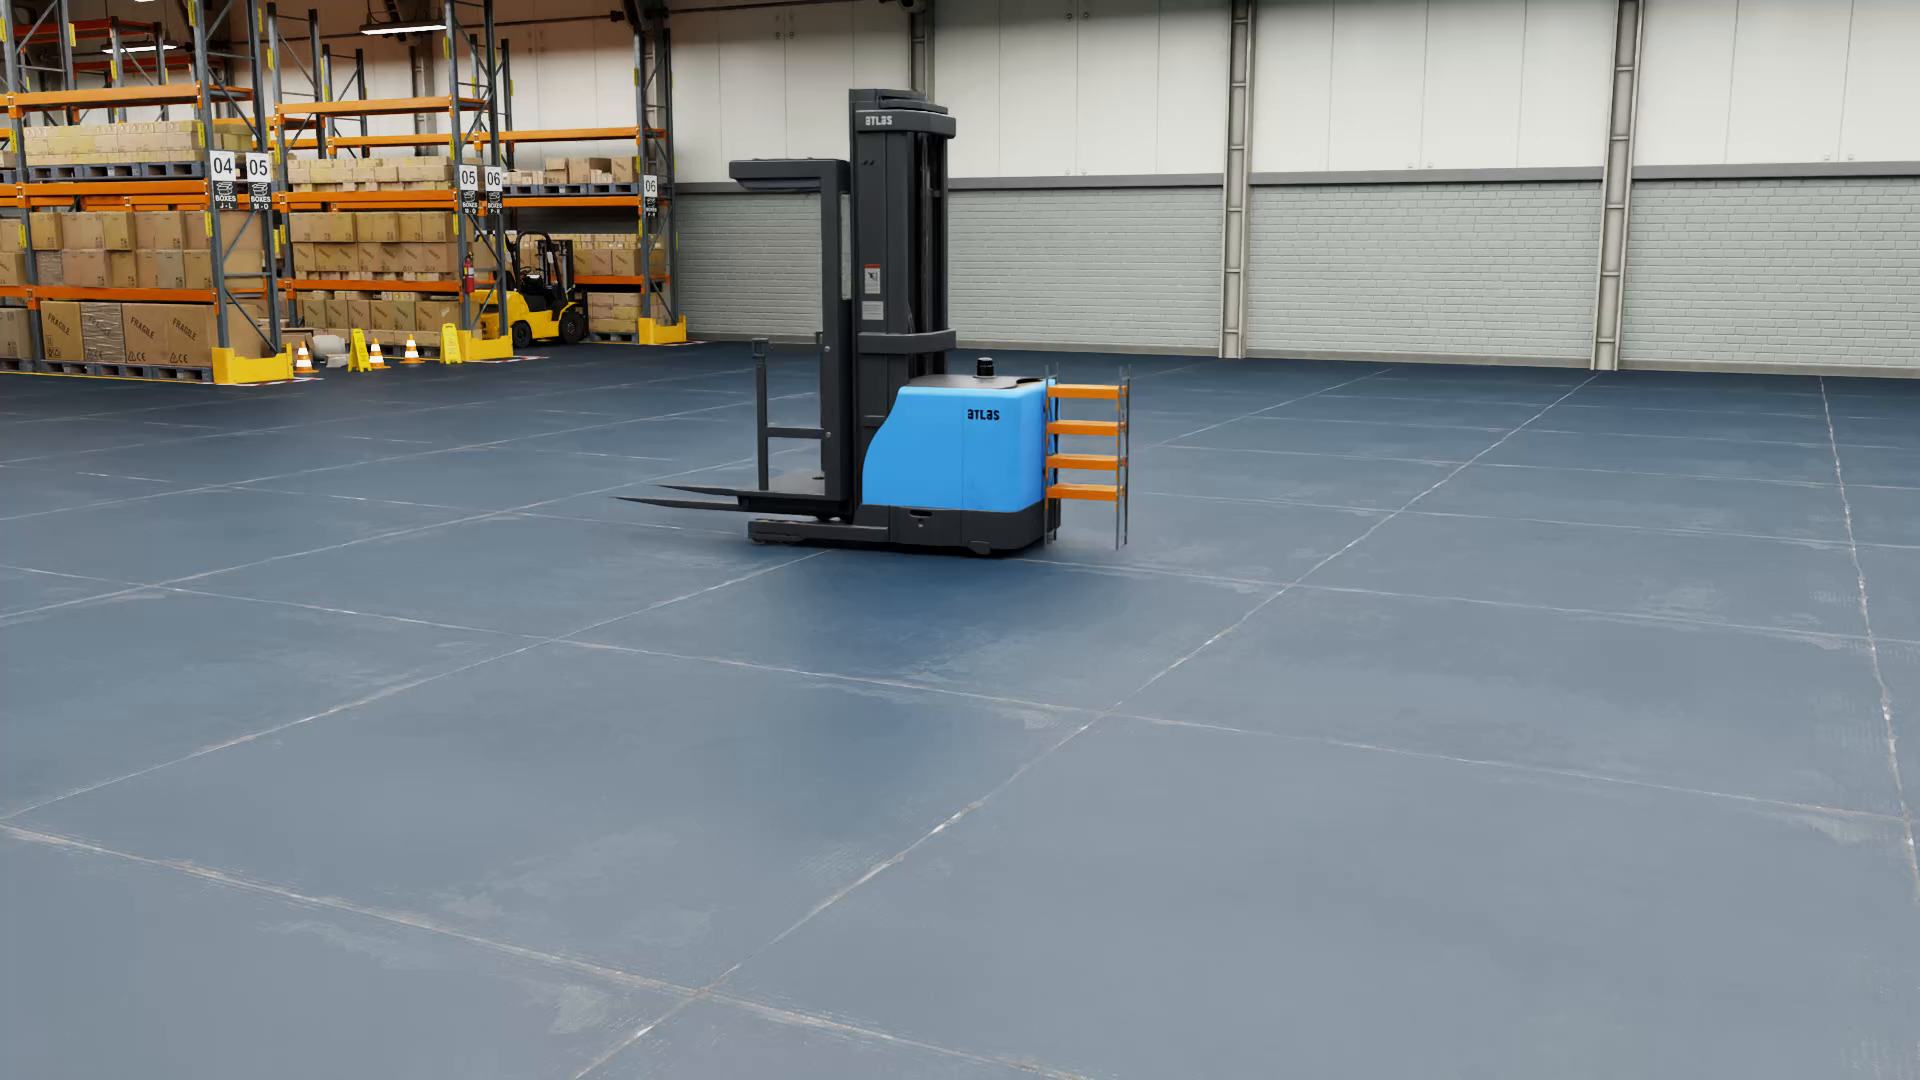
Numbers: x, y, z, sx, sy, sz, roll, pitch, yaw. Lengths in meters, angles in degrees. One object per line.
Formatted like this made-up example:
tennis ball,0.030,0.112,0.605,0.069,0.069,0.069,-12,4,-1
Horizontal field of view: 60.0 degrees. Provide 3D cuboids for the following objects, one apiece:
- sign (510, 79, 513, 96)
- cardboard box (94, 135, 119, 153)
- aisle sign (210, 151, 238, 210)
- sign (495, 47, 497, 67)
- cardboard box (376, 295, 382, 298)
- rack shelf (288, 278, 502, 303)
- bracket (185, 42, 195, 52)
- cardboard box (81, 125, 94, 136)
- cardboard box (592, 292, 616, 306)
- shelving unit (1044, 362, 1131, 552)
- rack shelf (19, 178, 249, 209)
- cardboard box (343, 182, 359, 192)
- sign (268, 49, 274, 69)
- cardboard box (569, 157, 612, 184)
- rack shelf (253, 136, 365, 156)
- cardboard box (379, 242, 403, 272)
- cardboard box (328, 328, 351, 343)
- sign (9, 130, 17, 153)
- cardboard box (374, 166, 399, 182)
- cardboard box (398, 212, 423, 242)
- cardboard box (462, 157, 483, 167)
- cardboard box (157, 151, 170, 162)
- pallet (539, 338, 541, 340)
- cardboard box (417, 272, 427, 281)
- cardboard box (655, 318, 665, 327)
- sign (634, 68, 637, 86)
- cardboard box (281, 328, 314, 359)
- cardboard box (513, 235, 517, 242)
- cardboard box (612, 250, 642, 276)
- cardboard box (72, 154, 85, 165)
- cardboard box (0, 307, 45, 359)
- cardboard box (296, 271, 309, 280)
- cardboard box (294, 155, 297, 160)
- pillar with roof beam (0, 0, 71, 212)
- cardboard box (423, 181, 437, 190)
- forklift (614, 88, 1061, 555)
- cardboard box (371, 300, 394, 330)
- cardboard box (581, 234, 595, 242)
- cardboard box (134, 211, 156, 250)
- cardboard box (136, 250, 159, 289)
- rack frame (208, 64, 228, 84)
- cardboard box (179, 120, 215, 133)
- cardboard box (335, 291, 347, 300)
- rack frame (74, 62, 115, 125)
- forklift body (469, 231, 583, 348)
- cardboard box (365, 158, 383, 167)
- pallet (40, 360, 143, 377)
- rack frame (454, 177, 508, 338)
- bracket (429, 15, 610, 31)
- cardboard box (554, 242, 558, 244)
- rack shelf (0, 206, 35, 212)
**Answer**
sign,-9.178,-9.250,34.005,0.005,0.325,0.100,5,11,26
cardboard box,-12.063,-5.685,23.920,0.500,0.250,0.500,5,11,26
aisle sign,-10.220,-4.993,23.095,0.004,0.787,0.394,5,11,26
sign,-7.811,-8.103,27.889,0.005,0.325,0.100,5,11,26
cardboard box,-11.890,-4.926,35.512,0.625,0.625,0.875,5,12,28
rack shelf,-9.845,-4.369,28.969,4.000,0.370,1.077,5,11,26
bracket,-17.374,-11.202,37.752,0.430,0.232,0.235,5,11,26
cardboard box,-12.420,-5.900,23.990,0.250,0.149,0.380,5,11,26
cardboard box,-6.870,-4.730,32.677,0.500,0.250,0.500,5,12,27
shelving unit,0.830,-0.545,10.874,0.503,1.200,0.258,4,11,20
rack shelf,-11.944,-5.047,24.290,4.000,0.370,1.077,5,11,26
cardboard box,-10.350,-6.054,28.540,0.250,0.149,0.380,5,11,25
sign,-11.879,-8.281,28.652,0.005,0.325,0.100,5,11,26
cardboard box,-7.237,-7.232,32.606,0.500,0.500,0.700,5,11,26
rack shelf,-14.826,-8.548,36.336,4.000,0.370,1.077,5,11,26
cardboard box,-9.554,-4.840,28.435,0.500,0.500,0.500,5,11,26
cardboard box,-10.745,-3.605,29.266,0.500,0.250,0.500,6,12,29
sign,-13.969,-5.880,24.540,0.005,0.325,0.100,5,11,26
cardboard box,-9.547,-6.192,28.181,0.500,0.250,0.500,5,12,27
cardboard box,-9.056,-5.300,28.167,0.500,0.500,0.700,5,11,26
cardboard box,-8.280,-6.371,28.053,0.250,0.149,0.380,5,11,25
cardboard box,-11.055,-5.388,23.399,0.250,0.149,0.380,5,11,27
pallet,-8.751,-4.232,34.023,1.213,0.211,1.003,5,11,26
cardboard box,-8.978,-4.463,28.174,0.250,0.149,0.380,5,11,25
cardboard box,-6.212,-4.282,33.010,0.500,0.250,0.500,5,11,26
sign,-6.111,-8.724,31.319,0.005,0.325,0.100,5,11,26
cardboard box,-11.279,-3.350,28.331,0.500,0.500,0.500,-4,11,-23
cardboard box,-8.784,-6.091,33.527,0.250,0.149,0.380,5,11,25
cardboard box,-6.416,-5.405,32.390,0.500,0.500,0.500,5,11,25
cardboard box,-12.649,-5.528,24.173,0.250,0.149,0.380,5,11,25
cardboard box,-14.334,-3.217,25.718,0.750,0.750,1.050,5,11,26
cardboard box,-11.498,-4.681,29.378,0.250,0.149,0.380,5,11,26
cardboard box,-12.436,-6.883,30.257,0.500,0.250,0.500,5,11,25
pillar with roof beam,-24.131,-9.240,37.019,0.548,9.000,9.100,5,11,26
cardboard box,-8.732,-5.916,27.778,0.250,0.149,0.380,5,11,26
forklift,-0.884,-1.485,11.206,3.031,2.935,1.130,4,11,20
cardboard box,-9.804,-3.891,28.744,0.500,0.500,0.500,5,11,24
cardboard box,-7.227,-5.933,32.653,0.250,0.149,0.380,5,12,27
cardboard box,-11.443,-4.502,24.230,0.550,0.550,0.875,5,11,26
cardboard box,-11.453,-3.967,24.305,0.550,0.550,0.875,5,11,26
rack frame,-16.621,-9.256,37.104,0.053,2.616,0.949,5,11,26
cardboard box,-10.603,-5.740,23.107,0.250,0.149,0.380,5,11,26
cardboard box,-10.681,-4.273,29.034,0.250,0.149,0.380,6,12,28
rack frame,-20.207,-9.572,38.848,0.127,3.000,1.000,5,11,26
forklift body,-8.366,-4.799,31.708,1.214,2.155,2.313,5,11,26
cardboard box,-9.875,-6.405,28.243,0.250,0.149,0.380,5,12,27
pallet,-13.091,-2.638,25.212,1.213,0.211,1.003,5,11,26
rack frame,-8.051,-4.566,28.034,0.127,3.000,1.000,5,11,26
bracket,-8.924,-10.460,33.649,4.783,0.066,0.076,5,11,26
cardboard box,-7.898,-5.850,33.029,0.250,0.149,0.380,5,11,25
rack shelf,-20.606,-6.791,33.927,4.000,0.370,1.077,5,11,26
